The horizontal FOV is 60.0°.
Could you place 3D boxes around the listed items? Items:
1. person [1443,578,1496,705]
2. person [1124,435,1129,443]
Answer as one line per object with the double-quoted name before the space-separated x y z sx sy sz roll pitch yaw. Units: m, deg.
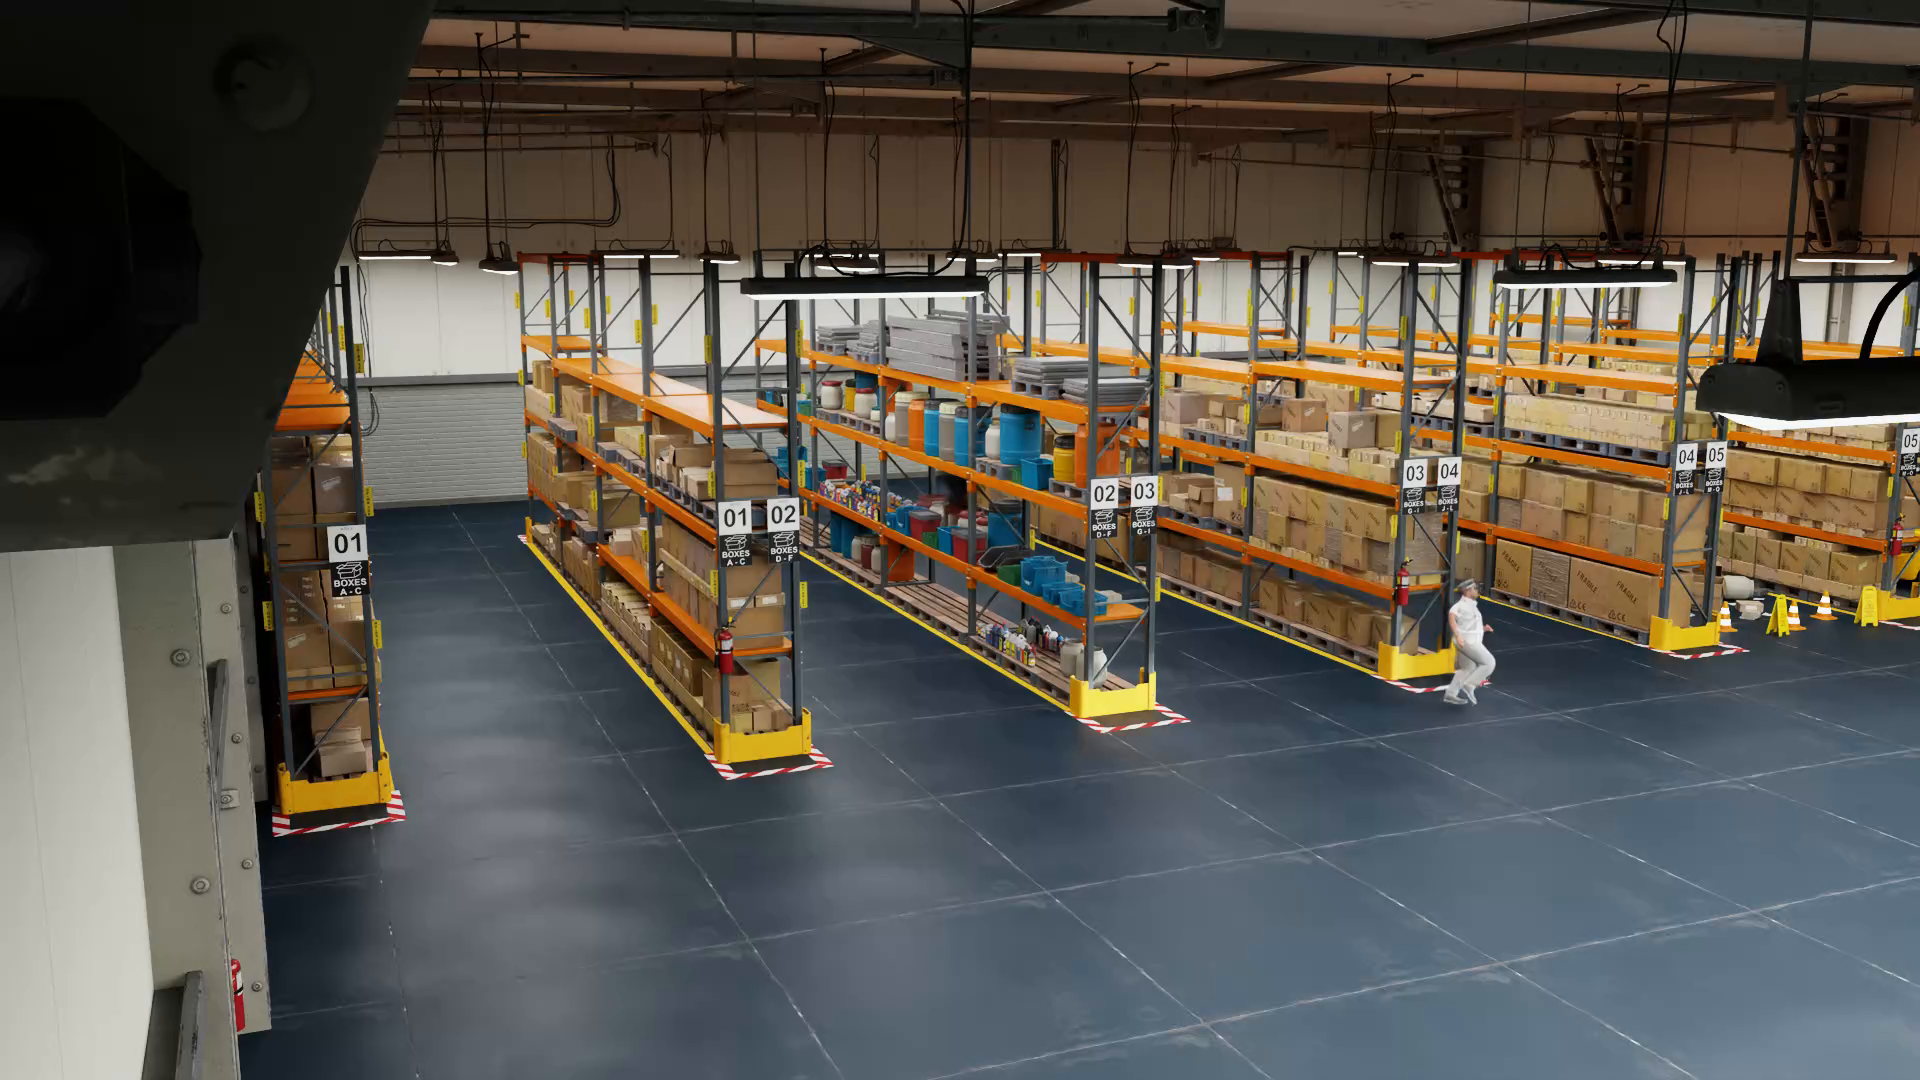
"person" 6.957 1.376 22.661 0.658 1.716 0.694 2 11 12
"person" 4.168 -1.984 41.436 0.521 1.589 0.694 -7 12 -33
